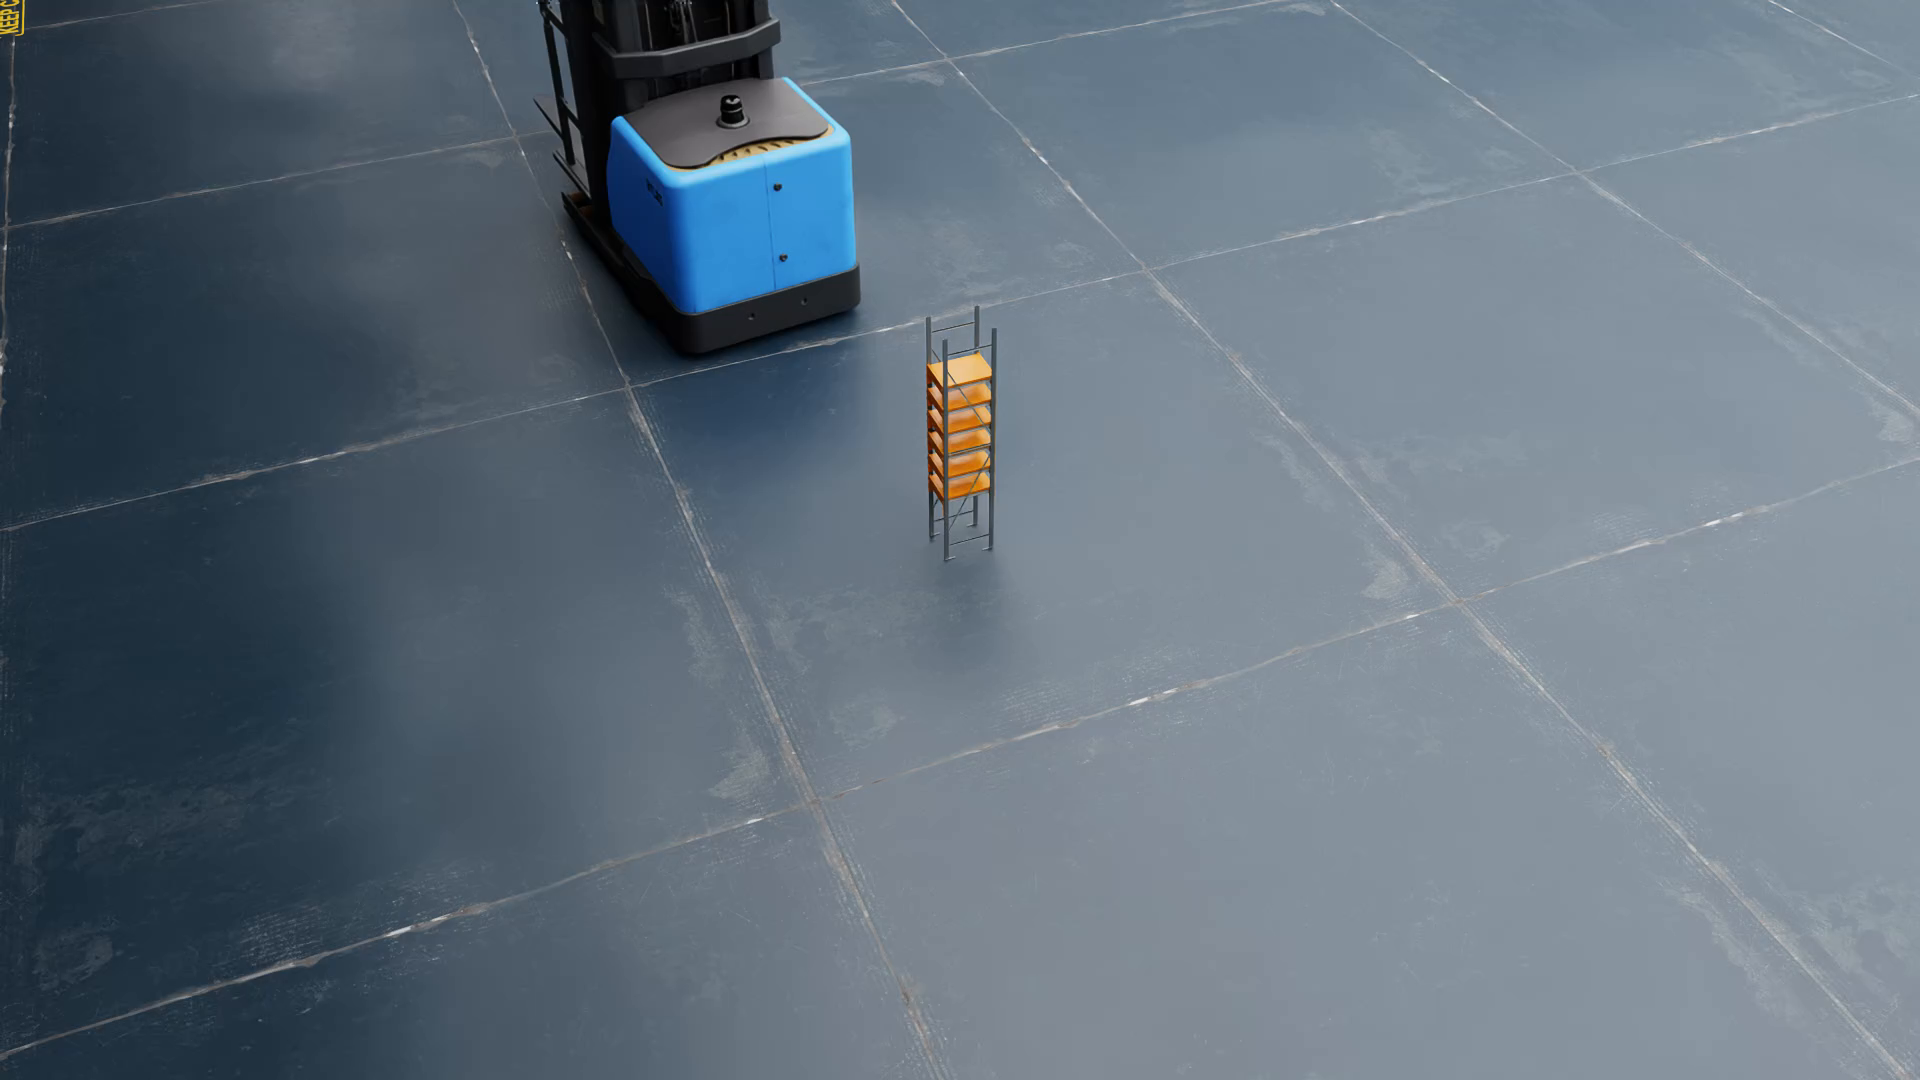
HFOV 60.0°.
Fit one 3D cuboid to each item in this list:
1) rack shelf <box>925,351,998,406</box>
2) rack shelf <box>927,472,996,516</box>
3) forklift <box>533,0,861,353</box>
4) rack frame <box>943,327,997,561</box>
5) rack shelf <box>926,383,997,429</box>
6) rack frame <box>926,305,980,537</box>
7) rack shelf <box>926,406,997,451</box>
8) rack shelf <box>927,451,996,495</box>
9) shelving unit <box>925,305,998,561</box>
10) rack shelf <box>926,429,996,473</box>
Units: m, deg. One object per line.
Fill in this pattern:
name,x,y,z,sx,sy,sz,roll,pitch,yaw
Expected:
rack shelf,0.006,-0.685,7.062,0.258,0.103,0.180,-15,43,-17
rack shelf,0.006,-0.231,7.453,0.258,0.103,0.180,-15,43,-17
forklift,-1.699,-3.036,8.951,1.130,2.935,3.031,-20,45,-22
rack frame,0.041,-0.391,7.203,0.240,1.200,0.006,-15,43,-17
rack shelf,0.006,-0.594,7.140,0.258,0.103,0.180,-15,43,-17
rack frame,-0.029,-0.501,7.331,0.240,1.200,0.006,-15,43,-17
rack shelf,0.006,-0.504,7.218,0.258,0.103,0.180,-15,43,-17
rack shelf,0.006,-0.322,7.374,0.258,0.103,0.180,-15,43,-17
shelving unit,0.006,-0.446,7.267,0.258,1.200,0.189,-15,43,-17
rack shelf,0.006,-0.413,7.296,0.258,0.103,0.180,-15,43,-17
